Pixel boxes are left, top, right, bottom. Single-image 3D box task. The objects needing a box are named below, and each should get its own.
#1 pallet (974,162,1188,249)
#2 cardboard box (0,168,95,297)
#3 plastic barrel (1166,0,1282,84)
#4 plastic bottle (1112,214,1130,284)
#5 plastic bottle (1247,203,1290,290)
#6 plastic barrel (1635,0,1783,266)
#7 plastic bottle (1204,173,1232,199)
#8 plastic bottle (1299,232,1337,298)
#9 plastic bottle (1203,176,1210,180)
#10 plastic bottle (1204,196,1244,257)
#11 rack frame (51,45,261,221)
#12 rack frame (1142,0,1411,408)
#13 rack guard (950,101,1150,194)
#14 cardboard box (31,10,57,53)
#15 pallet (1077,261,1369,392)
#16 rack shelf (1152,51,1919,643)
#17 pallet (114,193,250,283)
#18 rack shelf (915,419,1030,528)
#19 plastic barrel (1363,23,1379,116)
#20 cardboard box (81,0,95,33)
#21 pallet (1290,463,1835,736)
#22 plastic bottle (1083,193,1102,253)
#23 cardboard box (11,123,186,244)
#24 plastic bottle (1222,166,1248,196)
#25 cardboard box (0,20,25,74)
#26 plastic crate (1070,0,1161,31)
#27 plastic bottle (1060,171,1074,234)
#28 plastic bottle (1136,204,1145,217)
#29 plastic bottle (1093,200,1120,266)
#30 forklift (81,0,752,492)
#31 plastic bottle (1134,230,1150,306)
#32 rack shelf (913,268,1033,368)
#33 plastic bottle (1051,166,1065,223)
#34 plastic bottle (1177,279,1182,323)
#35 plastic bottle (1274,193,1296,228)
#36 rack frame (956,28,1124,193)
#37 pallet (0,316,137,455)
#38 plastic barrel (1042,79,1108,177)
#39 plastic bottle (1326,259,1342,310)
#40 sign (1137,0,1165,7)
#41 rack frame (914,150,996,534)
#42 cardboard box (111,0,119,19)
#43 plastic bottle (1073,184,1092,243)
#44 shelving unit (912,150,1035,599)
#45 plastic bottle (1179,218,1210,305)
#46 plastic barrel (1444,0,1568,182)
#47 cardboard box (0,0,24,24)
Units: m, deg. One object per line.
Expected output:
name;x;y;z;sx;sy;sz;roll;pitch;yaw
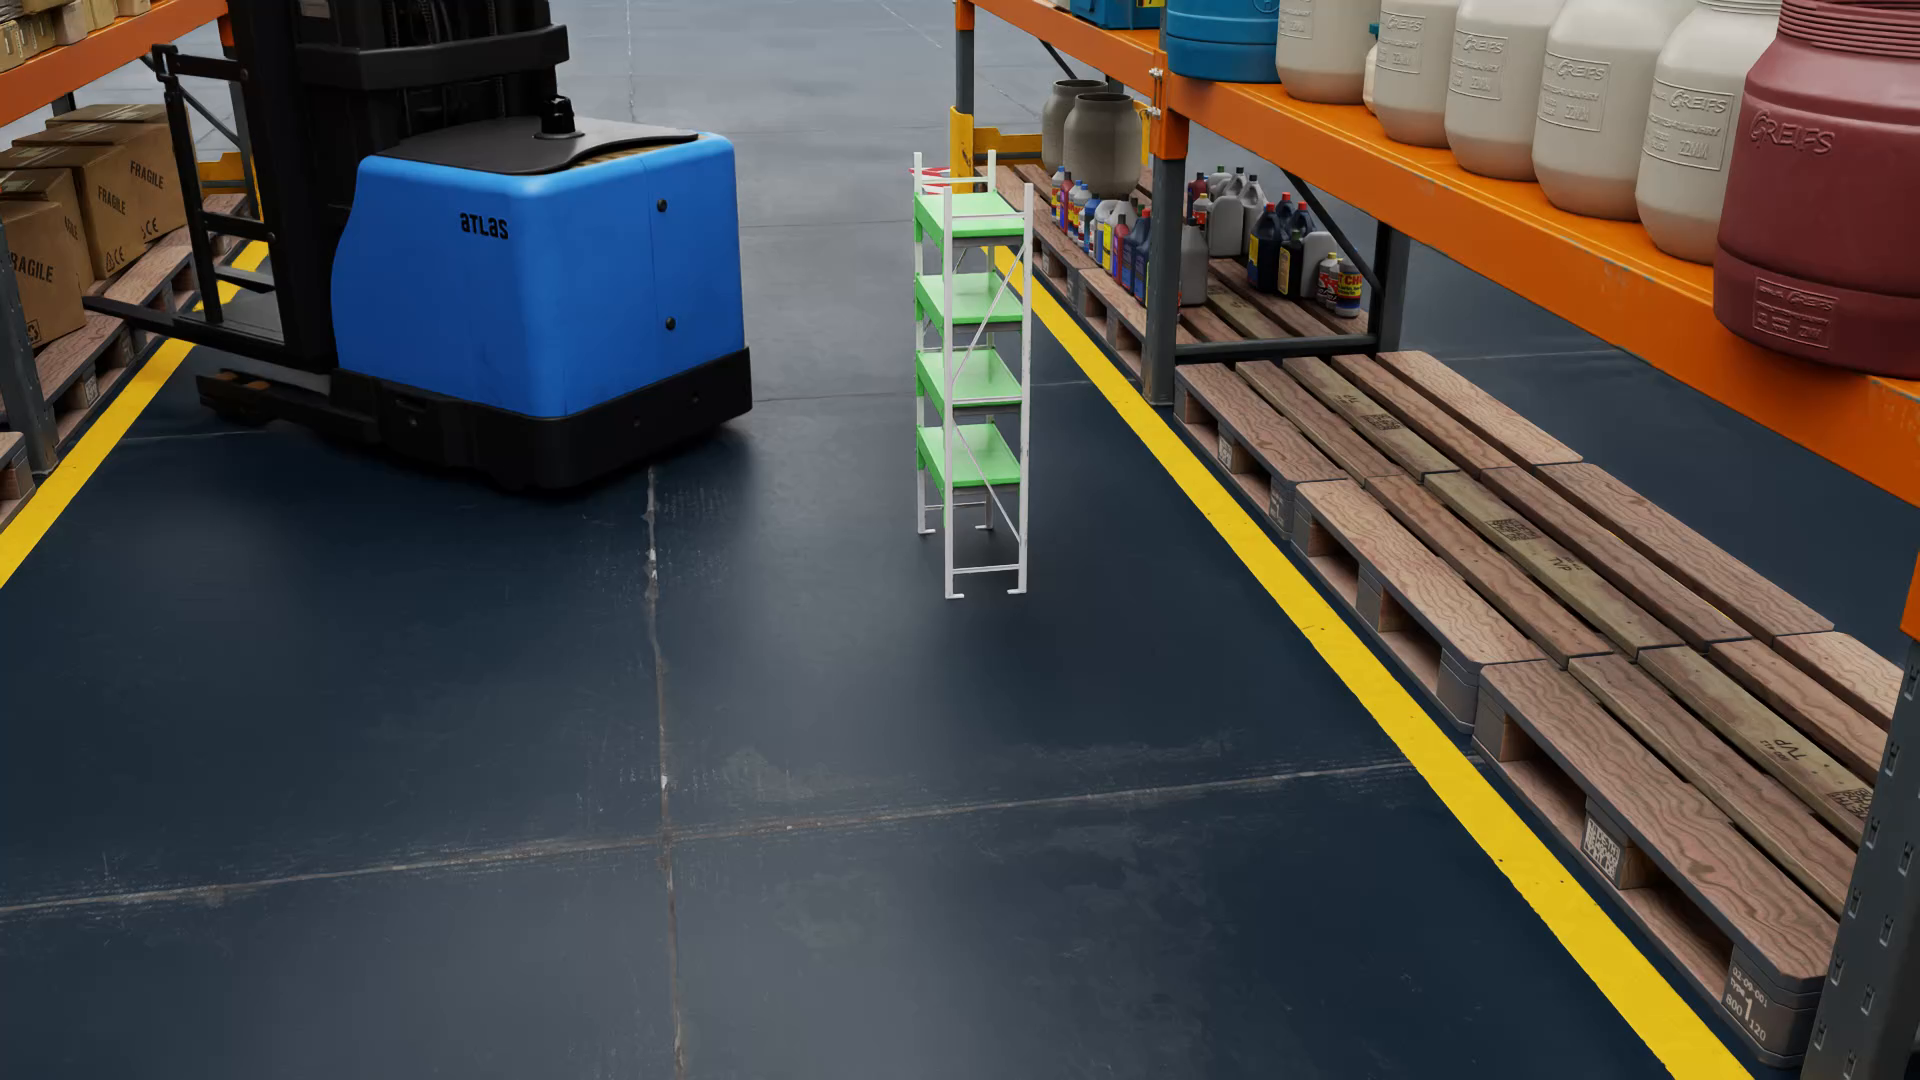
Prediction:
pallet;0.683;-1.894;9.322;1.003;0.211;1.213;-4;24;-10
cardboard box;-3.990;-1.248;6.959;0.500;0.500;0.500;-6;24;-14
plastic barrel;0.991;-2.000;5.455;0.600;0.901;0.708;-4;24;-10
plastic bottle;0.709;-1.270;7.254;0.061;0.283;0.133;-3;24;-6
plastic bottle;1.334;-1.270;7.169;0.144;0.351;0.185;-4;24;-10
plastic barrel;1.557;-0.811;3.220;0.421;0.512;0.421;0;24;0
plastic bottle;1.268;-1.680;8.202;0.152;0.276;0.135;-4;24;-9
plastic bottle;1.503;-1.181;7.059;0.152;0.276;0.135;-3;24;-8
plastic bottle;1.248;-1.747;8.449;0.097;0.201;0.097;0;24;0
plastic bottle;1.222;-1.467;7.714;0.152;0.276;0.135;-4;24;-10
rack frame;-4.390;-3.151;8.717;1.000;3.000;0.127;-4;24;-10
rack frame;1.217;-1.944;5.954;1.000;3.000;0.127;-4;24;-10
rack guard;0.538;-2.346;9.997;1.175;0.500;0.348;-4;24;-10
cardboard box;-3.557;-1.863;6.081;0.380;0.149;0.250;-4;24;-10
pallet;1.134;-0.934;7.124;1.003;0.211;1.213;-4;24;-10
rack shelf;1.587;-0.828;4.297;1.077;0.370;4.000;-4;24;-10
pallet;-4.260;-1.521;8.469;1.003;0.211;1.213;-4;24;-10
rack shelf;0.031;-0.206;4.982;0.258;0.148;0.480;-4;24;-10
plastic barrel;1.311;-1.349;4.764;0.301;0.262;0.301;0;24;0
cardboard box;-3.650;-2.059;6.531;0.380;0.149;0.250;-4;24;-10
pallet;1.630;0.120;4.711;1.003;0.211;1.213;-4;24;-10
plastic bottle;0.626;-1.479;7.748;0.097;0.271;0.097;0;24;0
cardboard box;-4.146;-1.719;8.036;0.500;0.500;0.500;2;24;4
plastic bottle;1.328;-1.595;7.914;0.144;0.351;0.185;-3;24;-8
cardboard box;-3.428;-1.669;5.637;0.380;0.149;0.250;-4;24;-10
plastic crate;0.746;-2.291;6.935;0.499;0.251;0.616;-4;24;-10
plastic bottle;0.531;-1.648;8.120;0.061;0.283;0.133;-4;24;-9
plastic bottle;0.816;-1.353;7.445;0.061;0.283;0.133;-4;24;-10
plastic bottle;0.694;-1.397;7.553;0.152;0.276;0.135;-4;24;-9
forklift;-2.291;-1.934;6.017;3.031;2.935;1.130;14;27;30
plastic bottle;0.815;-1.164;6.928;0.144;0.351;0.185;-5;24;-11
rack shelf;0.031;-0.646;4.790;0.258;0.148;0.480;-4;24;-10
plastic bottle;0.507;-1.733;8.329;0.097;0.271;0.097;0;24;0
plastic bottle;0.844;-0.983;6.700;0.097;0.201;0.097;0;24;0
plastic bottle;1.441;-1.355;7.364;0.144;0.351;0.185;-5;24;-12
rack frame;0.478;-3.518;9.557;1.000;3.000;0.127;-4;24;-10
pallet;-3.809;-0.562;6.272;1.003;0.211;1.213;-4;24;-10
plastic barrel;0.675;-2.317;9.391;0.421;0.512;0.421;0;24;0
plastic bottle;1.571;-1.061;6.879;0.097;0.201;0.097;0;24;0
sign;0.675;-2.035;5.816;0.100;0.325;0.005;-4;24;-10
rack frame;-0.015;-0.581;5.081;0.240;1.200;0.015;-4;24;-10
cardboard box;-3.776;-2.254;6.976;0.380;0.149;0.250;-4;24;-10
plastic bottle;0.589;-1.559;7.930;0.097;0.271;0.097;0;24;0
shelving unit;0.031;-0.485;4.861;0.258;1.200;0.503;-4;24;-10
plastic bottle;0.957;-1.175;6.952;0.144;0.351;0.185;-4;24;-10
plastic barrel;1.395;-1.155;3.978;0.433;0.535;0.433;0;24;0
cardboard box;-3.672;-1.942;5.451;0.875;0.500;0.500;-4;24;-10
